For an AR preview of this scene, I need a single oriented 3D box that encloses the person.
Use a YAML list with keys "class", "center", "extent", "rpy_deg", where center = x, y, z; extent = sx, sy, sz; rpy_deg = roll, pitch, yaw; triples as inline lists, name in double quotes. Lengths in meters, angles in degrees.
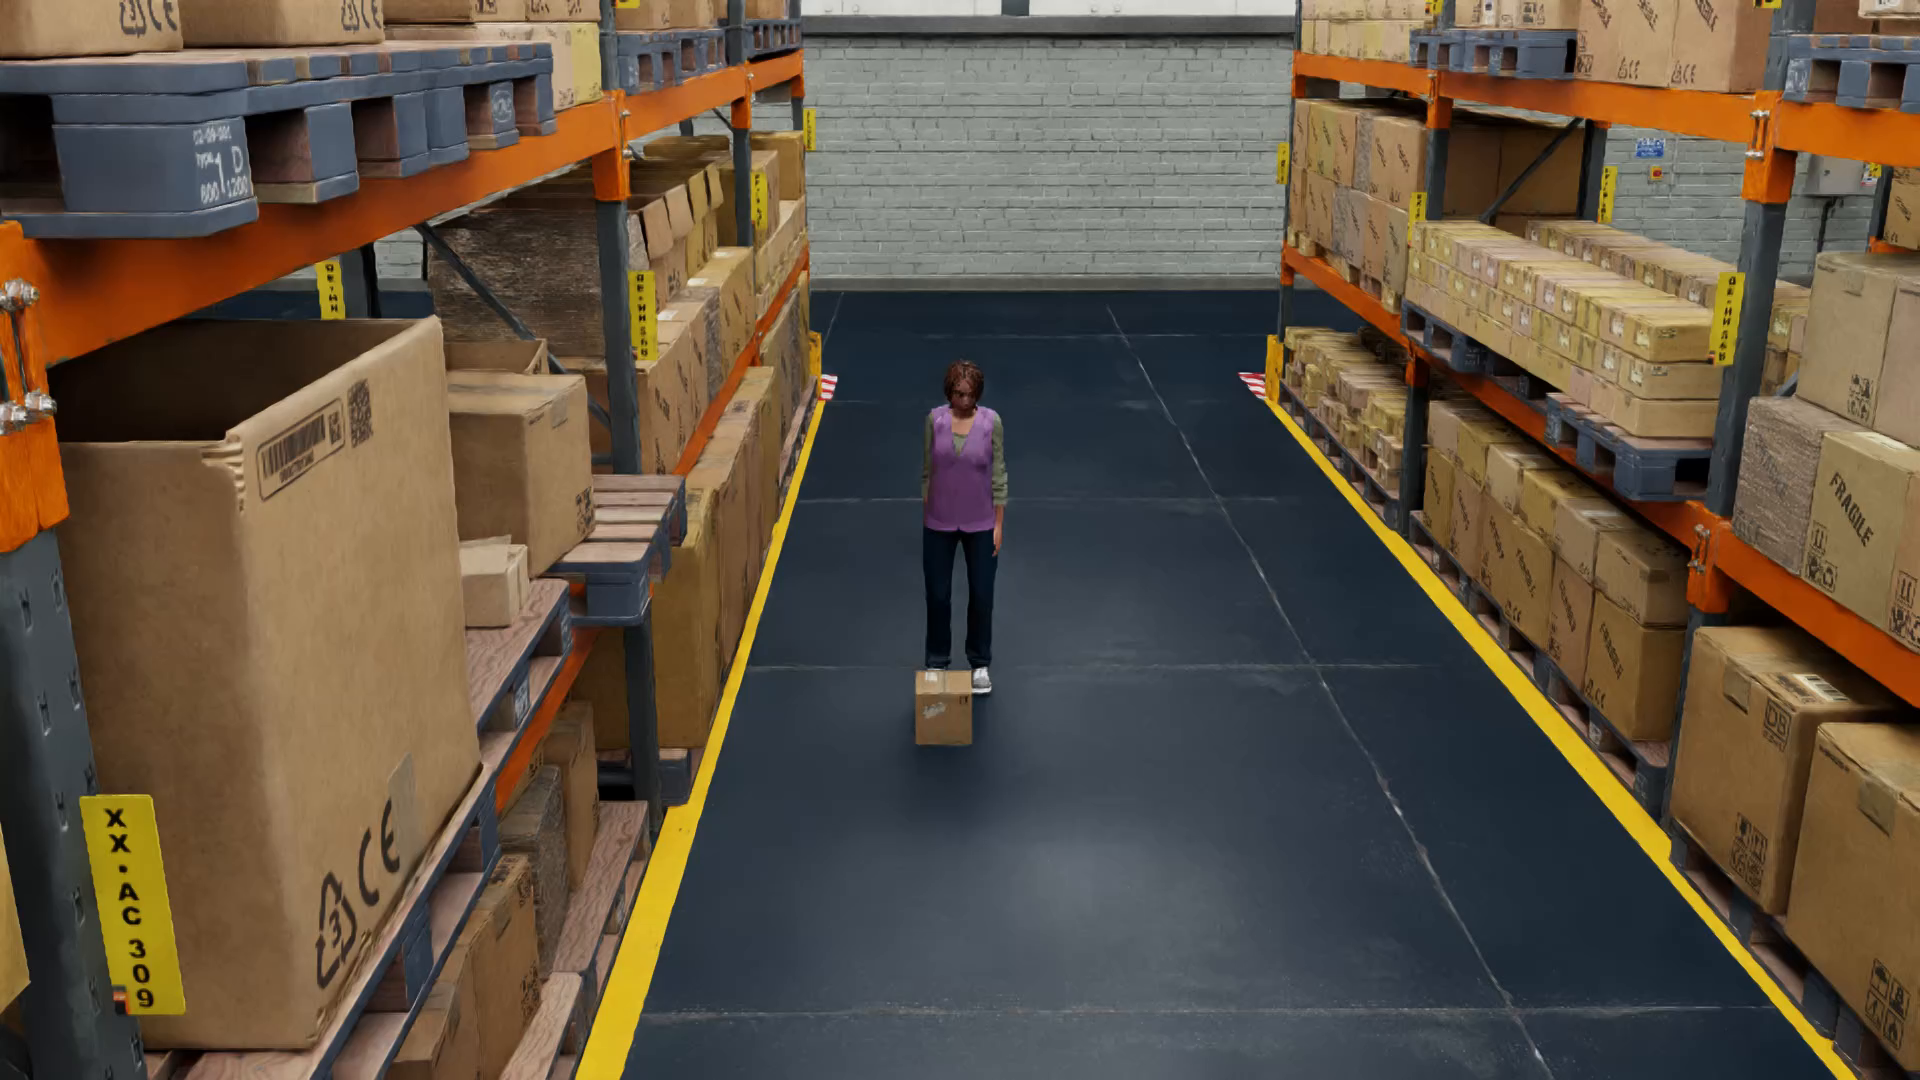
- class: "person"
  center: [0.021, -0.058, 7.762]
  extent: [0.407, 1.594, 0.299]
  rpy_deg: [1, 17, 2]
